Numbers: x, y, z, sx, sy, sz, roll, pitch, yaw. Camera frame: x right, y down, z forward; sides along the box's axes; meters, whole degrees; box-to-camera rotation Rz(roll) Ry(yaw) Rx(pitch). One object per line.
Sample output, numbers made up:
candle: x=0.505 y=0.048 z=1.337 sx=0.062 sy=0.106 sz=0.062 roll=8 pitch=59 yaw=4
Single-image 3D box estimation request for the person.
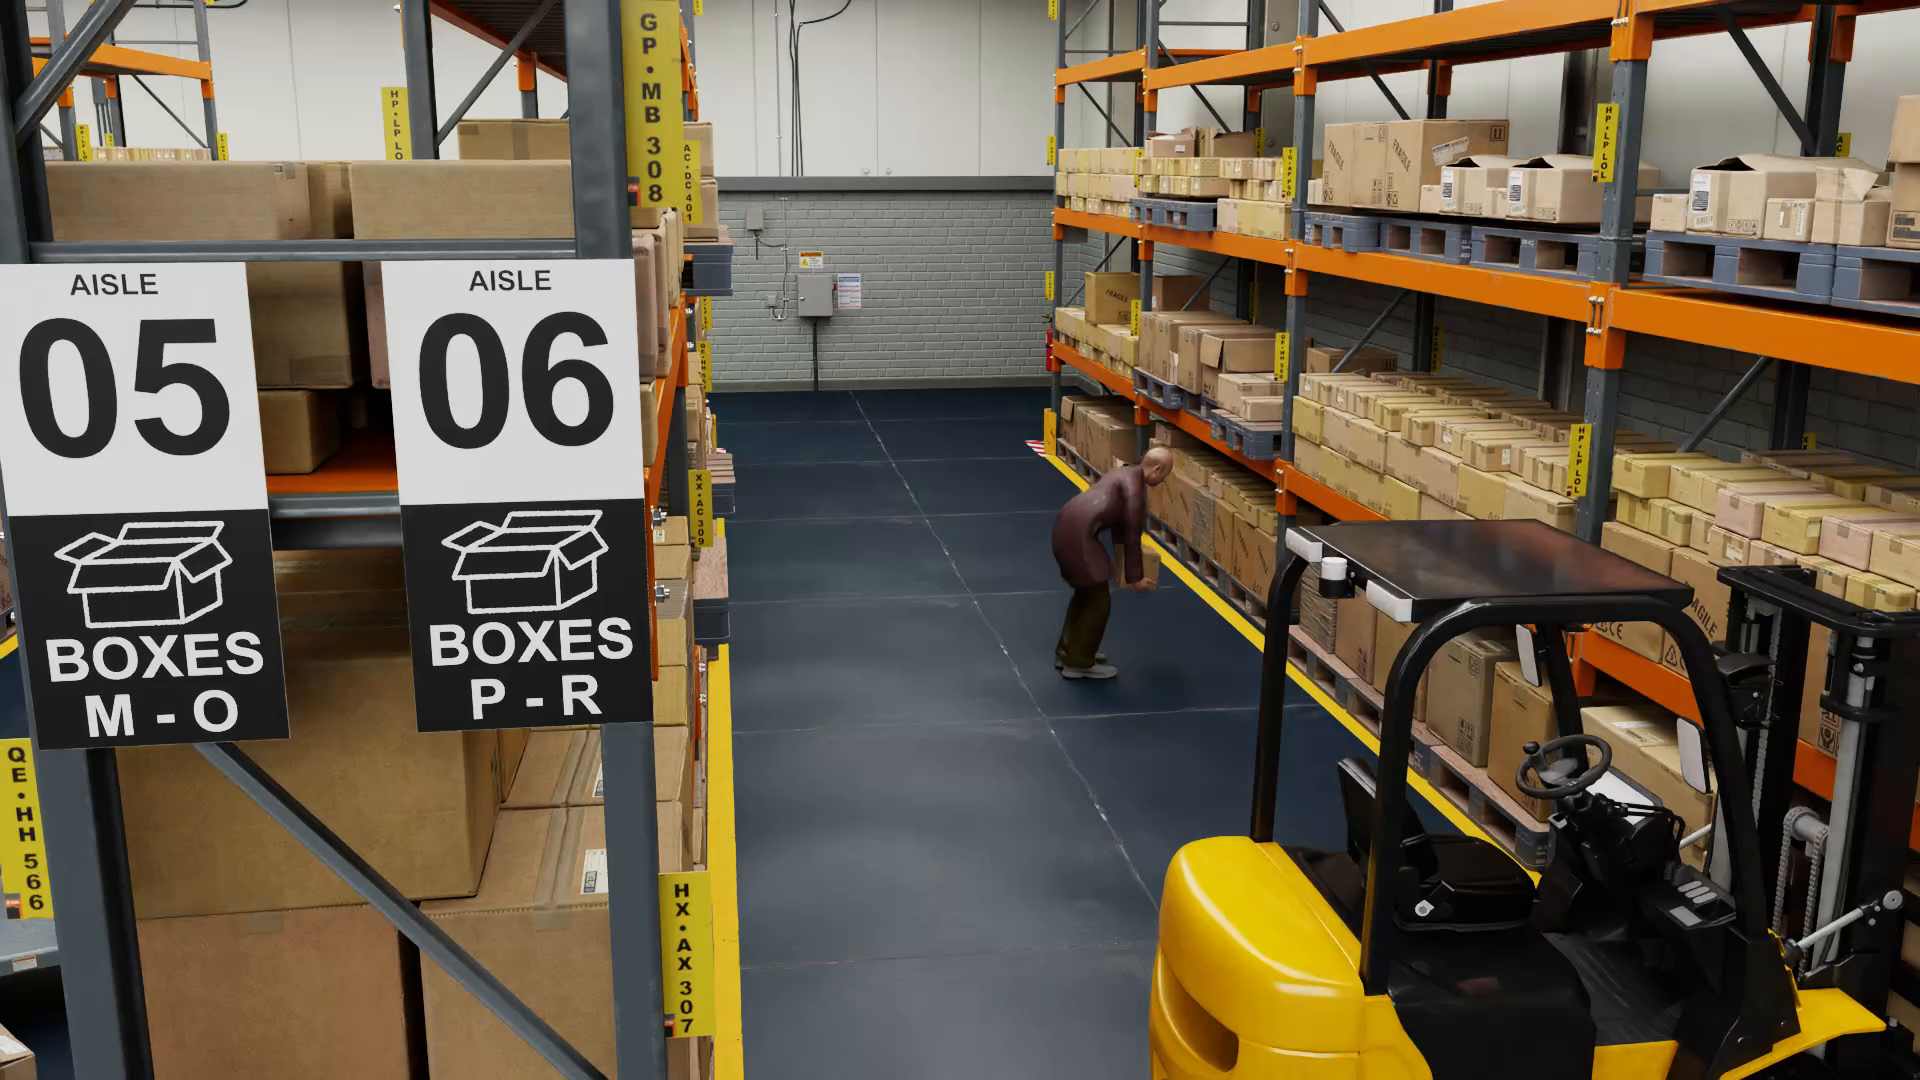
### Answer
person: x=1.010 y=0.149 z=11.015 sx=0.815 sy=1.492 sz=0.549 roll=-2 pitch=13 yaw=-10
